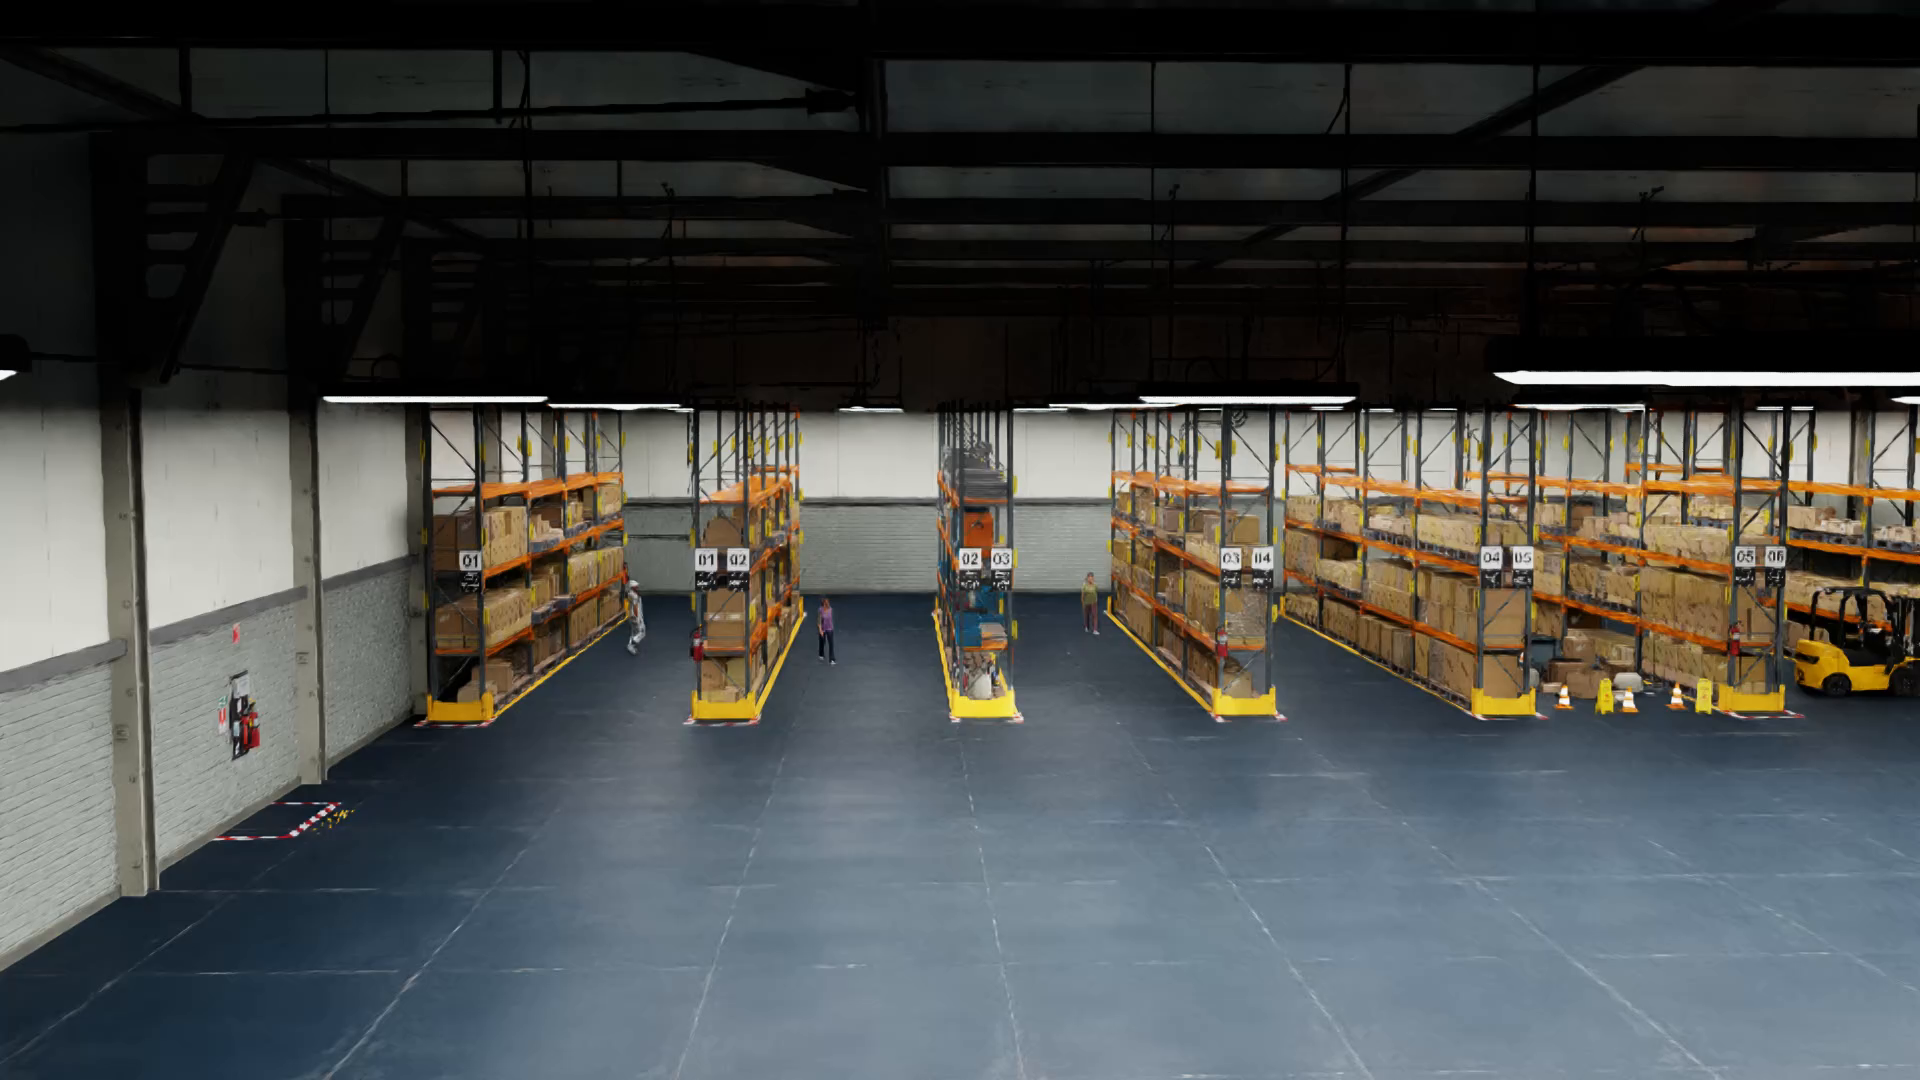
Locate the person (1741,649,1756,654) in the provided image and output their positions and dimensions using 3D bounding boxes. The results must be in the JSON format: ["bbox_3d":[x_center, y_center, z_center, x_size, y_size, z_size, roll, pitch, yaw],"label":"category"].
[{"bbox_3d":[17.635,2.046,37.333,0.524,1.671,0.531,2,5,27],"label":"person"}]

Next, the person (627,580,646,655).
[{"bbox_3d":[-7.707,1.839,39.382,0.444,1.786,0.598,-2,5,-27],"label":"person"}]

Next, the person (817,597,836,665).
[{"bbox_3d":[-3.071,2.060,37.975,0.412,1.533,0.955,-1,4,-10],"label":"person"}]

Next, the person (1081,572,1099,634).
[{"bbox_3d":[3.377,1.630,43.239,0.448,1.590,1.110,0,4,0],"label":"person"}]
